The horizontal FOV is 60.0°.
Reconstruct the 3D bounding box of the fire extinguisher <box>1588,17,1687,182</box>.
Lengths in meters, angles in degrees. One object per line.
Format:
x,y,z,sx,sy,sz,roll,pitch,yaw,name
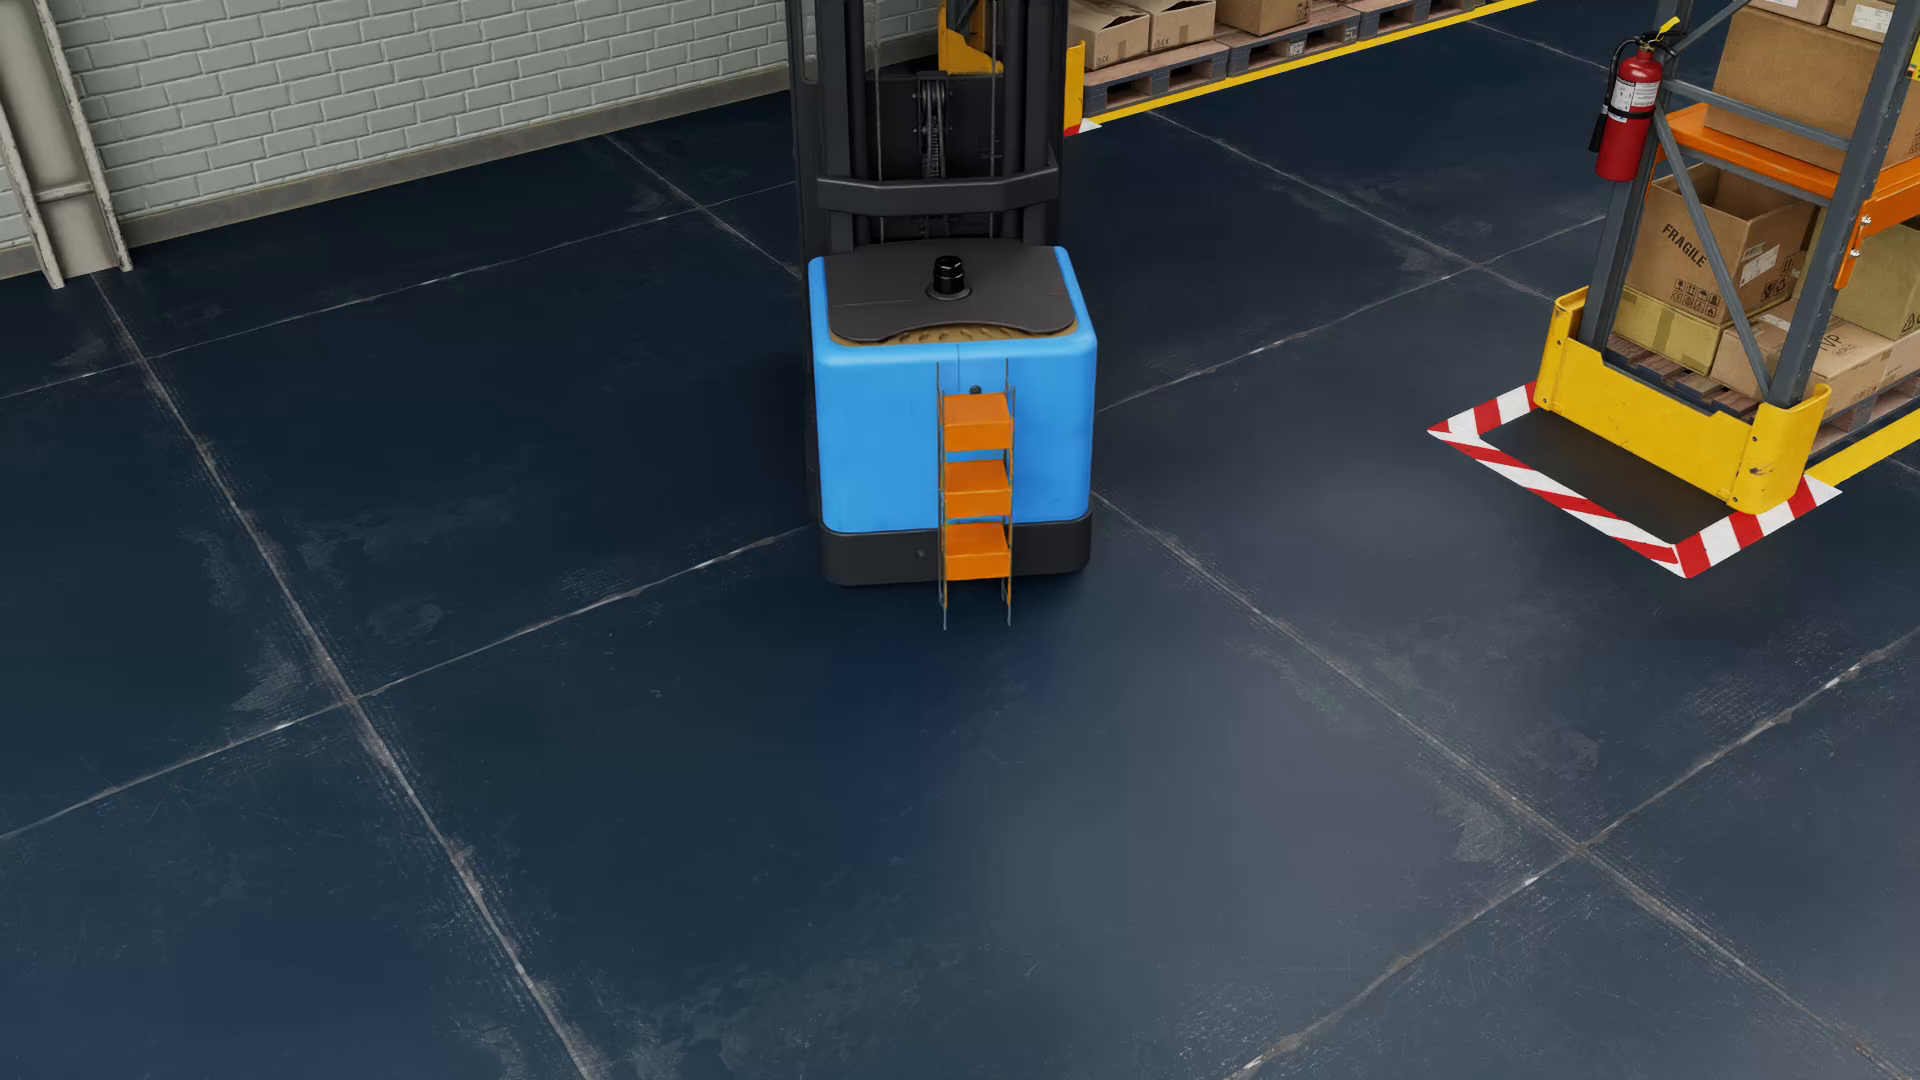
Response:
2.739,-1.803,6.754,0.183,0.674,0.296,-22,41,-28,fire extinguisher

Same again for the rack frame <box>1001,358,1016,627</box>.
0.176,-0.156,6.068,0.008,1.050,0.200,-4,36,-5,rack frame

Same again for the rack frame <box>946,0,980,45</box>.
0.247,-4.015,9.764,0.127,3.000,1.000,-22,41,-28,rack frame

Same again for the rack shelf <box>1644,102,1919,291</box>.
4.738,-2.033,7.624,4.000,0.370,1.077,-22,41,-28,rack shelf

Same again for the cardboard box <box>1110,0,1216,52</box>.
1.330,-3.484,10.951,0.500,0.311,0.500,-19,40,-24,cardboard box

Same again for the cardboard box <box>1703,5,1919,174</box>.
3.493,-1.844,6.659,0.500,0.500,0.700,-22,41,-28,cardboard box

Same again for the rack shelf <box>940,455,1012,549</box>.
0.054,-0.139,6.063,0.240,0.259,0.215,-4,36,-5,rack shelf

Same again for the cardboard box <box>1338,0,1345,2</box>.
2.691,-4.156,11.724,0.500,0.500,0.500,-26,43,-31,cardboard box

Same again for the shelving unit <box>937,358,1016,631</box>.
0.054,-0.148,6.056,0.252,1.050,0.215,-4,36,-5,shelving unit

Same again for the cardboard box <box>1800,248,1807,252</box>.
4.181,-1.371,8.082,0.500,0.250,0.500,-22,41,-28,cardboard box

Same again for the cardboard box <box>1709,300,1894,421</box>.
3.670,-0.781,7.262,0.500,0.250,0.500,-22,41,-28,cardboard box

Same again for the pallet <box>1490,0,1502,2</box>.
4.152,-4.491,12.814,1.213,0.211,1.003,-22,41,-28,pallet

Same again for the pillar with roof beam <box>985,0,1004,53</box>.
2.801,-5.044,6.057,0.400,9.000,9.100,-22,41,-28,pillar with roof beam

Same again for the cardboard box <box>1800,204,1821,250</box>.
4.179,-1.677,7.865,0.500,0.500,0.500,-22,41,-28,cardboard box

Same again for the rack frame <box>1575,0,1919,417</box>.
3.104,-1.652,6.478,0.127,3.000,1.000,-22,41,-28,rack frame

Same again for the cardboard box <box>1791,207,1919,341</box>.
4.078,-1.254,7.278,0.500,0.500,0.500,-22,41,-28,cardboard box

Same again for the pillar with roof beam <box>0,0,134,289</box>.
-2.104,-3.026,3.251,0.400,9.000,9.100,-22,41,-28,pillar with roof beam

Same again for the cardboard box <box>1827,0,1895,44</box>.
3.548,-1.985,6.300,0.250,0.149,0.380,-23,41,-28,cardboard box

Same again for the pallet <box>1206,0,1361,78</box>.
1.990,-3.573,11.537,1.213,0.211,1.003,-22,41,-28,pallet

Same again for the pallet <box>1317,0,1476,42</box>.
2.988,-3.986,12.111,1.213,0.211,1.003,-22,41,-28,pallet

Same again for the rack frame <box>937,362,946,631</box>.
-0.067,-0.140,6.045,0.008,1.050,0.200,-4,36,-5,rack frame

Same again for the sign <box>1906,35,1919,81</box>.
3.418,-1.769,5.831,0.005,0.325,0.100,-22,41,-28,sign

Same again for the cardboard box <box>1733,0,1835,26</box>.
3.306,-2.176,6.565,0.250,0.149,0.380,-23,42,-29,cardboard box

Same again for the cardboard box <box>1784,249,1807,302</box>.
3.773,-1.202,7.847,0.500,0.250,0.500,-22,41,-28,cardboard box

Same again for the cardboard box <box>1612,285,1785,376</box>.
3.372,-1.028,7.605,0.500,0.250,0.500,-22,41,-28,cardboard box

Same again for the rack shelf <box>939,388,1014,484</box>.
0.054,-0.370,5.897,0.240,0.259,0.215,-4,36,-5,rack shelf

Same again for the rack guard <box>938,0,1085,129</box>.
0.309,-3.026,10.529,0.348,0.500,1.175,-22,41,-28,rack guard

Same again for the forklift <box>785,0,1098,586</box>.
-0.153,-1.859,6.824,1.130,2.935,3.031,-3,36,-5,forklift

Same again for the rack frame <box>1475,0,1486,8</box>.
3.516,-5.361,11.634,0.127,3.000,1.000,-22,41,-28,rack frame

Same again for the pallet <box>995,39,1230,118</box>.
0.993,-3.165,10.970,1.213,0.211,1.003,-22,41,-28,pallet

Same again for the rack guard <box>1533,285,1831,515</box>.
3.084,-0.629,7.197,0.348,0.500,1.175,-22,41,-28,rack guard

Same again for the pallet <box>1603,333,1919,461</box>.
3.705,-0.797,7.678,1.213,0.211,1.003,-22,41,-28,pallet

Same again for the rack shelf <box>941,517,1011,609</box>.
0.054,0.086,6.225,0.240,0.259,0.215,-4,36,-5,rack shelf

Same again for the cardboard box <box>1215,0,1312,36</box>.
1.959,-3.783,11.206,0.500,0.500,0.700,-25,43,-31,cardboard box

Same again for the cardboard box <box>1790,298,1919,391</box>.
4.077,-0.951,7.498,0.500,0.250,0.500,-22,41,-28,cardboard box

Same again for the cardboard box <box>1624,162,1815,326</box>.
3.370,-1.333,7.388,0.500,0.500,0.500,-22,41,-28,cardboard box

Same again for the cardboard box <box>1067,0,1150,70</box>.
0.864,-3.292,10.684,0.500,0.311,0.500,-28,44,-33,cardboard box
